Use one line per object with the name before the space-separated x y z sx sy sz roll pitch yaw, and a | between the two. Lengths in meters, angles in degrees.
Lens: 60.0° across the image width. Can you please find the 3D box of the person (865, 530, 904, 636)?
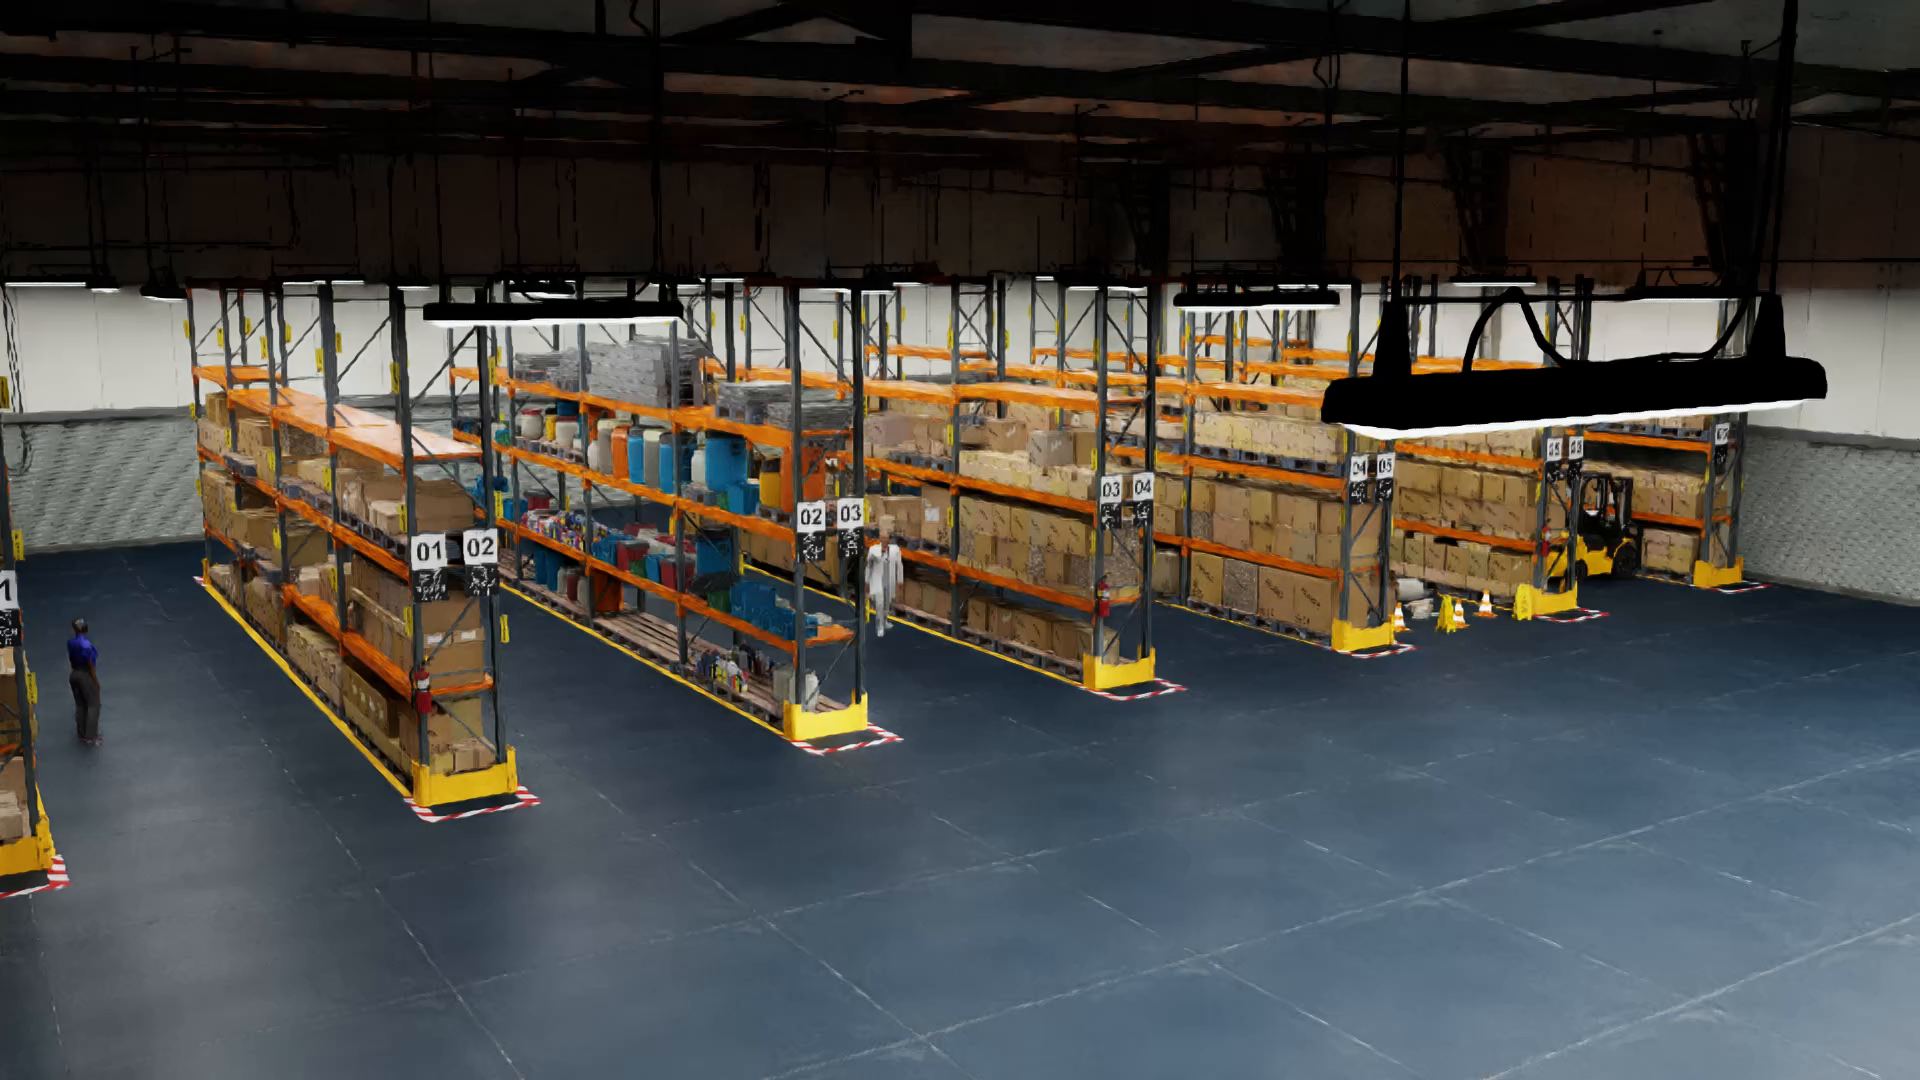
person | -1.228 0.670 27.103 0.607 1.725 1.001 -3 10 -17

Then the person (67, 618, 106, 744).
person | -11.570 1.876 22.036 0.526 1.724 0.360 6 11 30

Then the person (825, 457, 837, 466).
person | -3.358 -1.556 42.407 0.490 1.615 0.942 -2 10 -10
